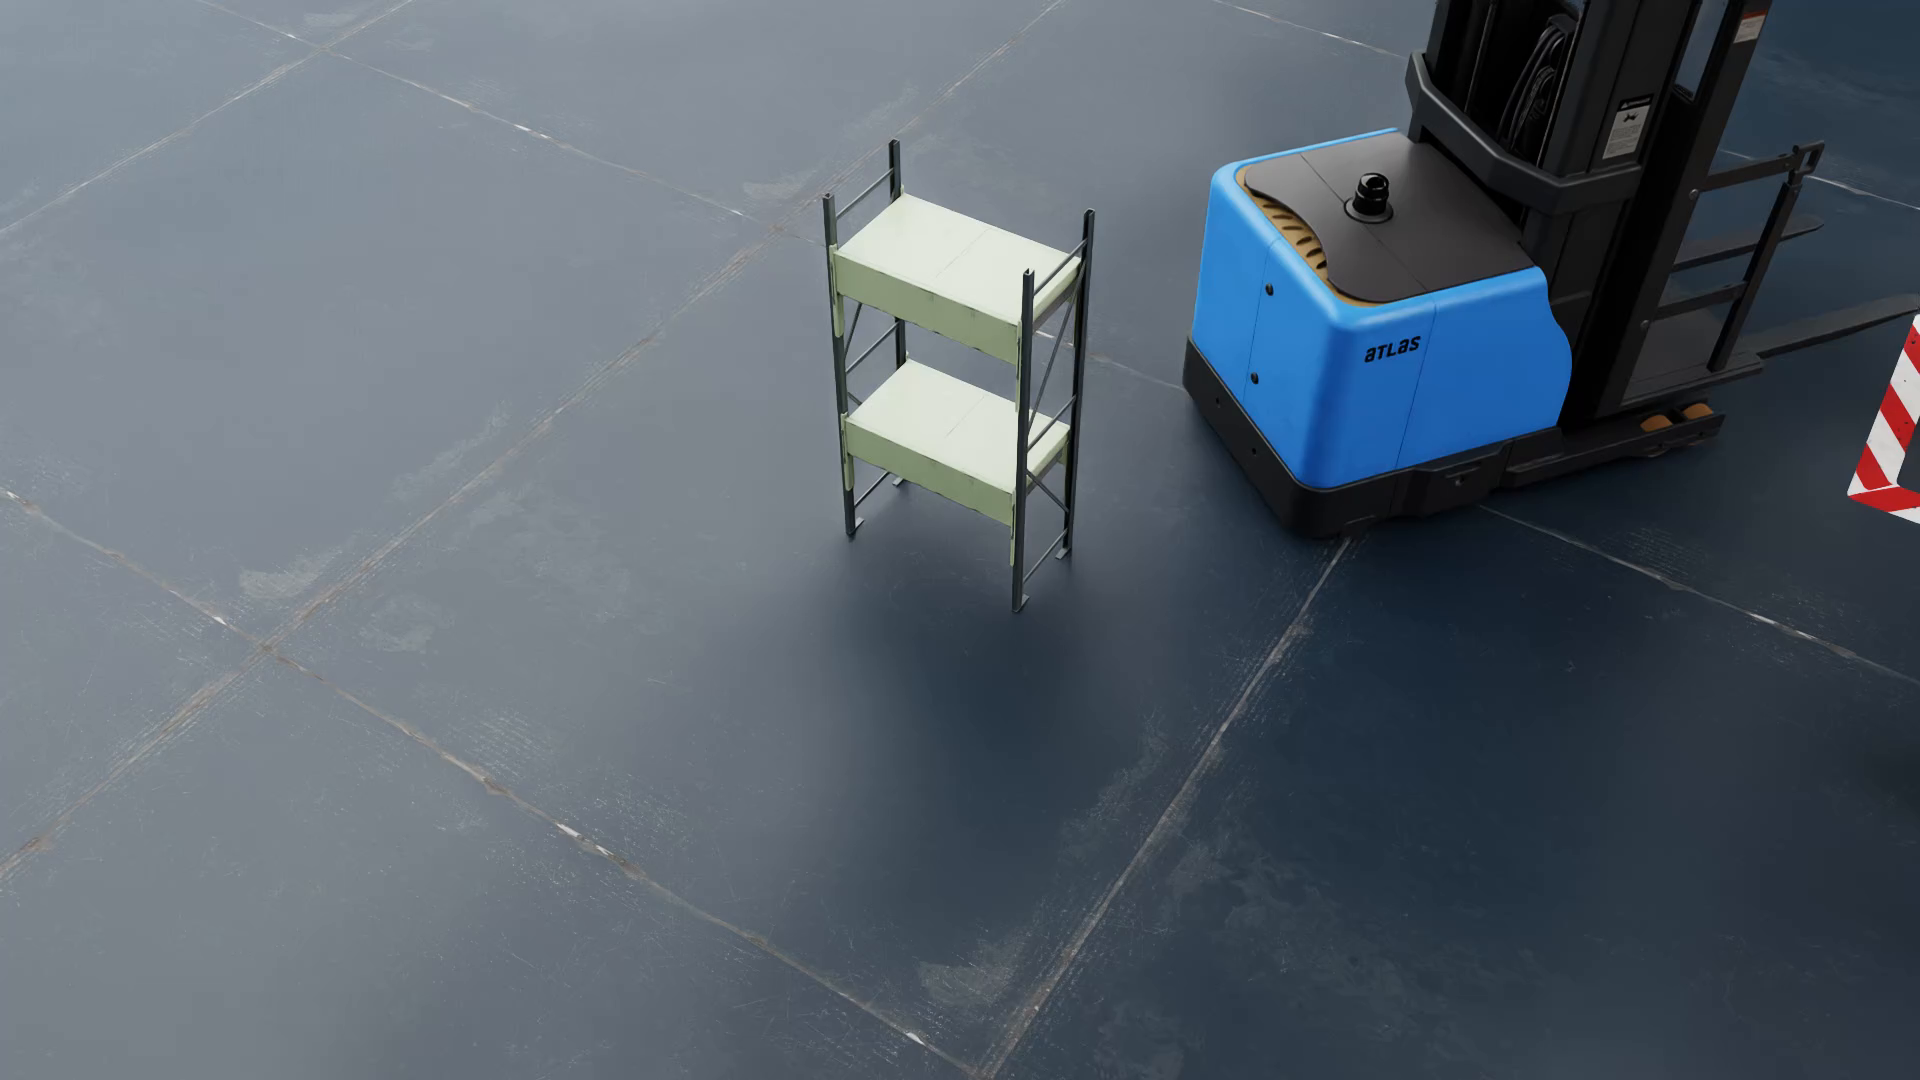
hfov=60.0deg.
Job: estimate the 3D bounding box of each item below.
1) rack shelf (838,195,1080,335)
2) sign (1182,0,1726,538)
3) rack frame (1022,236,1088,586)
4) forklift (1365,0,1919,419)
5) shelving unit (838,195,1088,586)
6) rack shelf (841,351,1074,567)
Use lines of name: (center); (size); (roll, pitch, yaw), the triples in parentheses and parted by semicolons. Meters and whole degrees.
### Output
rack shelf: (-0.006, -0.865, 5.365); (0.686, 0.124, 0.368); (25, 51, 22)
sign: (1.935, -1.508, 5.744); (2.025, 2.768, 2.177); (25, 51, 22)
rack frame: (0.302, -0.383, 5.576); (0.010, 1.308, 0.380); (25, 51, 22)
forklift: (2.479, -1.688, 5.846); (3.031, 2.935, 1.121); (-15, 48, -14)
shelving unit: (-0.001, -0.523, 5.713); (0.731, 1.308, 0.431); (25, 51, 22)
rack shelf: (-0.006, -0.298, 5.948); (0.720, 0.370, 0.431); (25, 51, 22)
